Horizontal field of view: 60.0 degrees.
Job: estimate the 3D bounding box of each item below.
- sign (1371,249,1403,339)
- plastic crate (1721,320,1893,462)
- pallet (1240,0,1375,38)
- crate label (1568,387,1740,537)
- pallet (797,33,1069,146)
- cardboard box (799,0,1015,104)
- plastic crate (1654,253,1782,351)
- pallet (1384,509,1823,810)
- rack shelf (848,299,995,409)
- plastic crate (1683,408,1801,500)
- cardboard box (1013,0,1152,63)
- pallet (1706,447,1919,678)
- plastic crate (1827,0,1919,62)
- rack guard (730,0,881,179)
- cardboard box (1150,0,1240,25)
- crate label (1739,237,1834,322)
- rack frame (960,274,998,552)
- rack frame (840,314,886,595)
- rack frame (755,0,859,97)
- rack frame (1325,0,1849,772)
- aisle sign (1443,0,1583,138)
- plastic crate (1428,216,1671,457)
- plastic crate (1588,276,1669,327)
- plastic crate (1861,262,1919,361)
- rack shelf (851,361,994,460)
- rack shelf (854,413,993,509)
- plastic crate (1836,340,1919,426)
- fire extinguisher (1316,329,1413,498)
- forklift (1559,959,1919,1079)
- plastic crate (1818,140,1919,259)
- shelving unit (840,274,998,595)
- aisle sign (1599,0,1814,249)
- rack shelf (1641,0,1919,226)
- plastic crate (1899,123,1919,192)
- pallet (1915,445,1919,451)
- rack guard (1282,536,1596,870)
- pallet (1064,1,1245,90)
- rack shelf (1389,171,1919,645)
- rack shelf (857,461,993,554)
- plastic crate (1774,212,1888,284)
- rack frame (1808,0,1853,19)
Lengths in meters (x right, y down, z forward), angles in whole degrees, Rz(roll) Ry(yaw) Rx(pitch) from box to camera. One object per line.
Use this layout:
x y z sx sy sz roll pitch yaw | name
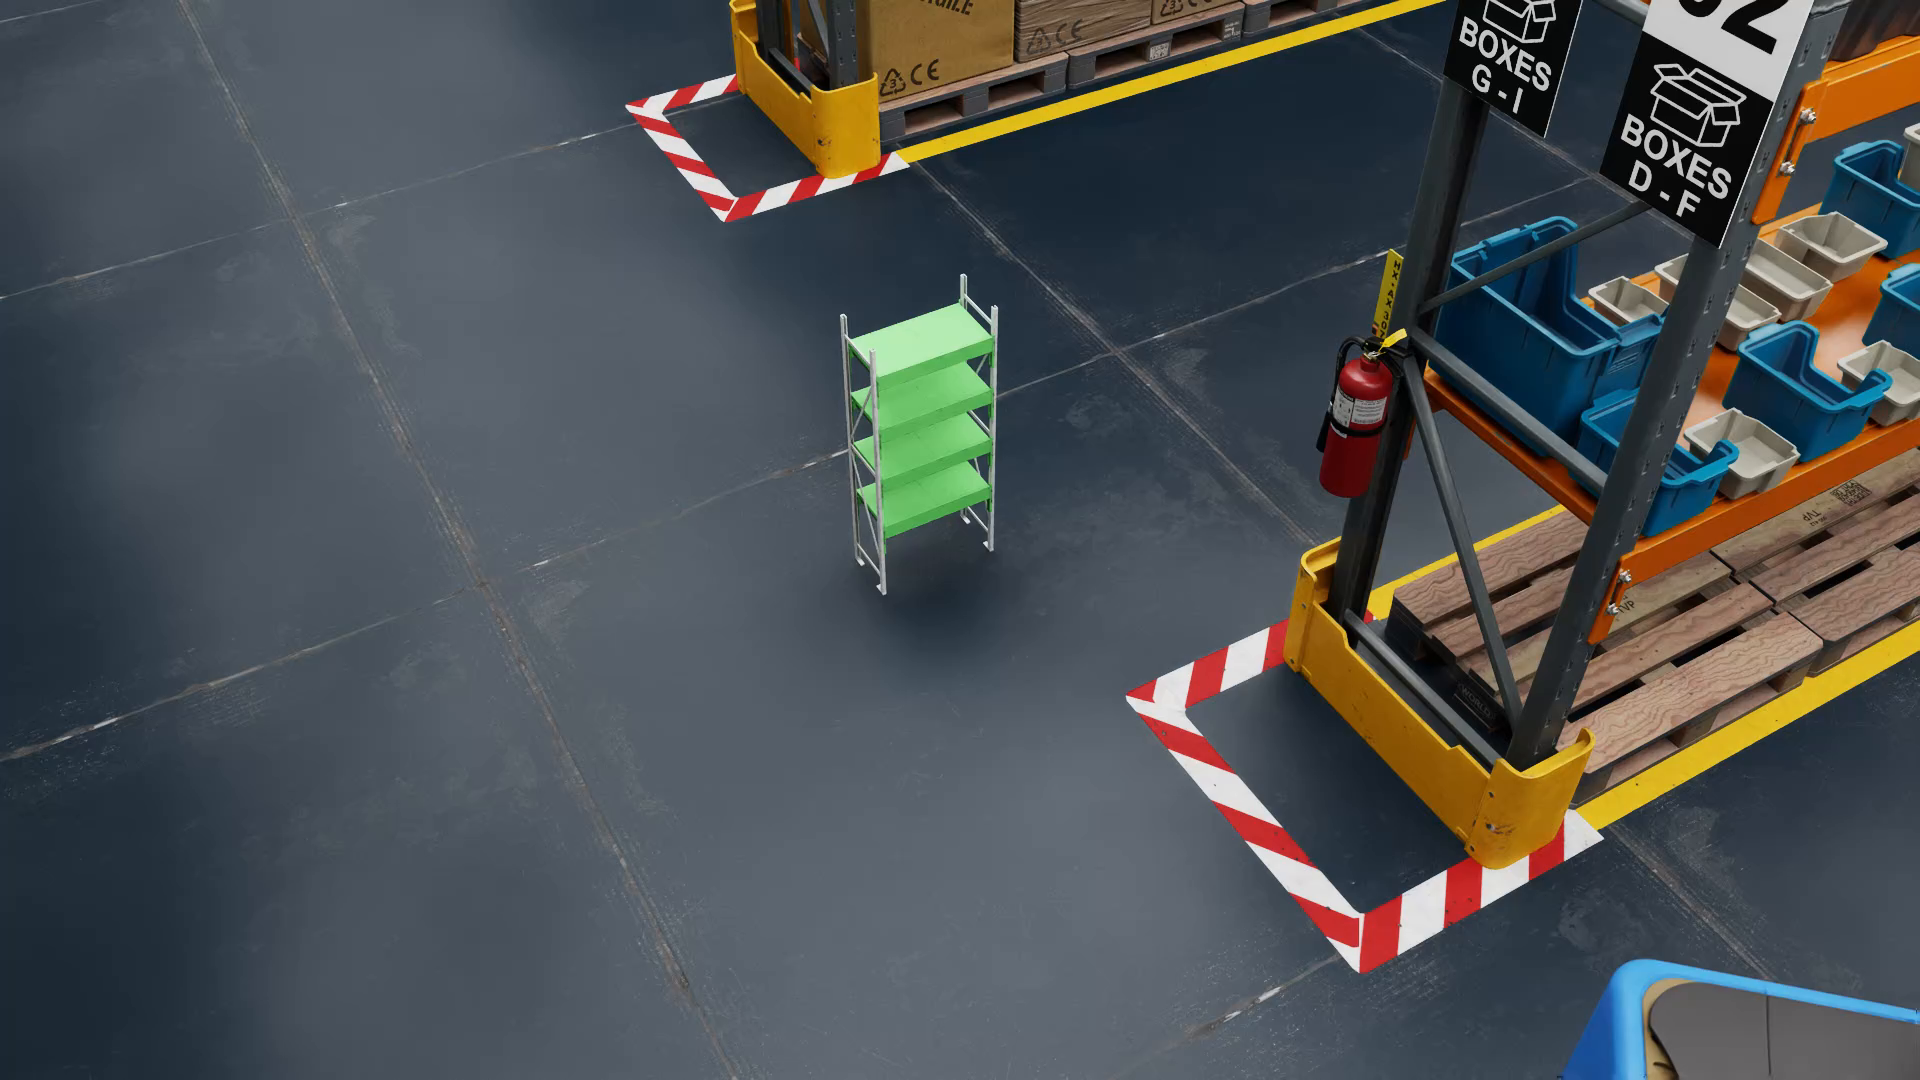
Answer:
1.364 -0.762 5.264 0.005 0.325 0.100 -22 48 -21 | sign
2.601 -0.453 5.141 0.300 0.233 0.416 -22 48 -21 | plastic crate
1.955 -3.538 10.244 1.213 0.211 1.003 -22 48 -21 | pallet
2.030 -0.225 4.905 0.303 0.233 0.416 -22 48 -21 | crate label
-0.161 -2.692 9.372 1.213 0.211 1.003 -22 48 -21 | pallet
-0.300 -3.026 8.939 0.875 0.875 0.875 -22 48 -21 | cardboard box
2.527 -0.788 5.554 0.243 0.136 0.396 -22 48 -21 | plastic crate
2.386 0.361 6.226 1.213 0.211 1.003 -22 48 -21 | pallet
-0.144 -0.672 5.983 0.480 0.148 0.258 -22 48 -21 | rack shelf
2.349 -0.252 5.002 0.298 0.136 0.250 -22 48 -21 | plastic crate
0.489 -3.342 9.264 0.875 0.875 0.875 -22 48 -21 | cardboard box
3.443 -0.059 6.659 1.213 0.211 1.003 -22 48 -21 | pallet
2.125 -1.372 3.949 0.590 0.269 0.497 -22 48 -21 | plastic crate
-0.836 -2.462 8.928 0.348 0.500 1.175 -22 48 -21 | rack guard
1.260 -3.651 9.582 0.875 0.875 0.875 -22 48 -21 | cardboard box
2.757 -0.899 5.669 0.243 0.136 0.396 -22 48 -21 | crate label
0.068 -0.458 6.360 0.015 1.200 0.240 -22 48 -21 | rack frame
-0.355 -0.288 6.186 0.015 1.200 0.240 -22 48 -21 | rack frame
-0.815 -3.368 8.066 0.127 3.000 1.000 -22 48 -21 | rack frame
1.652 -0.377 4.984 0.127 3.000 1.000 -22 48 -21 | rack frame
1.444 -1.462 4.236 0.004 0.787 0.394 -22 48 -21 | aisle sign
1.849 -0.640 5.187 0.499 0.435 0.616 -22 48 -21 | plastic crate
2.269 -0.696 5.460 0.243 0.136 0.396 -22 48 -21 | plastic crate
3.172 -0.682 5.376 0.300 0.233 0.416 -22 48 -21 | plastic crate
-0.144 -0.500 6.150 0.480 0.148 0.258 -22 48 -21 | rack shelf
-0.144 -0.327 6.317 0.480 0.148 0.258 -22 48 -21 | rack shelf
2.938 -0.487 5.244 0.298 0.136 0.250 -22 48 -21 | plastic crate
1.295 -0.437 5.370 0.183 0.674 0.296 -22 48 -21 | fire extinguisher
2.982 1.317 3.289 3.031 2.935 1.130 9 45 10 | forklift
3.305 -1.206 5.916 0.300 0.233 0.416 -22 48 -21 | plastic crate
-0.144 -0.373 6.273 0.503 1.200 0.258 -22 48 -21 | shelving unit
1.738 -1.105 3.868 0.004 0.787 0.394 -22 48 -21 | aisle sign
3.386 -1.889 4.905 4.000 0.370 1.077 -22 48 -21 | rack shelf
3.705 -1.325 6.004 0.530 0.282 0.437 -22 48 -21 | plastic crate
4.502 -0.485 7.099 1.213 0.211 1.003 -22 48 -21 | pallet
1.638 0.536 5.838 0.348 0.500 1.175 -22 48 -21 | rack guard
0.895 -3.112 9.805 1.213 0.211 1.003 -22 48 -21 | pallet
3.386 -0.812 5.950 4.000 0.370 1.077 -22 48 -21 | rack shelf
-0.144 -0.155 6.485 0.480 0.148 0.258 -22 48 -21 | rack shelf
3.004 -1.013 5.786 0.250 0.136 0.298 -22 48 -21 | plastic crate
1.652 -2.530 2.895 0.127 3.000 1.000 -22 48 -21 | rack frame
